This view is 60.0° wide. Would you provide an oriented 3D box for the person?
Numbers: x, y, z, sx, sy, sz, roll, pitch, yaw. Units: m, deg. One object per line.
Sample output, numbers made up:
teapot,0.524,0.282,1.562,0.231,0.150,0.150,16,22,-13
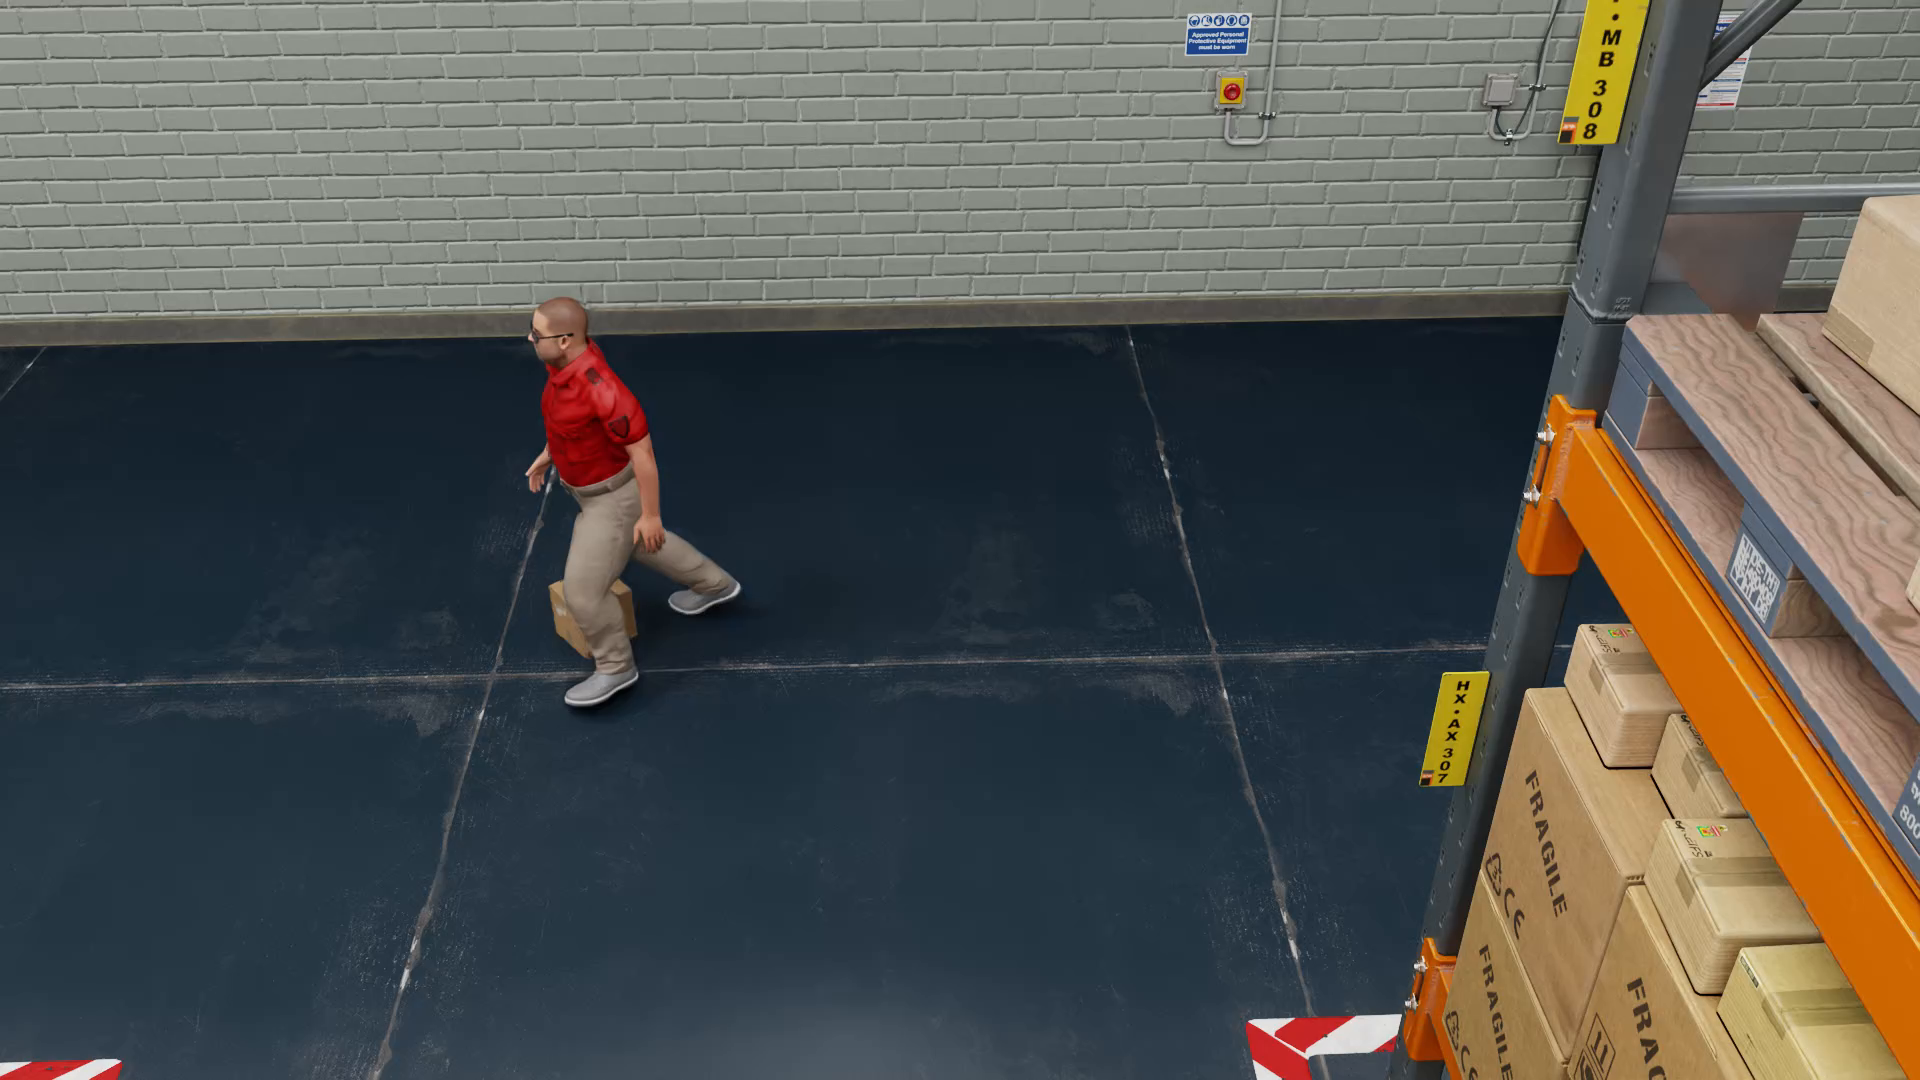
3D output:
person,-1.276,-0.226,6.486,0.825,1.673,0.631,-12,37,-17
